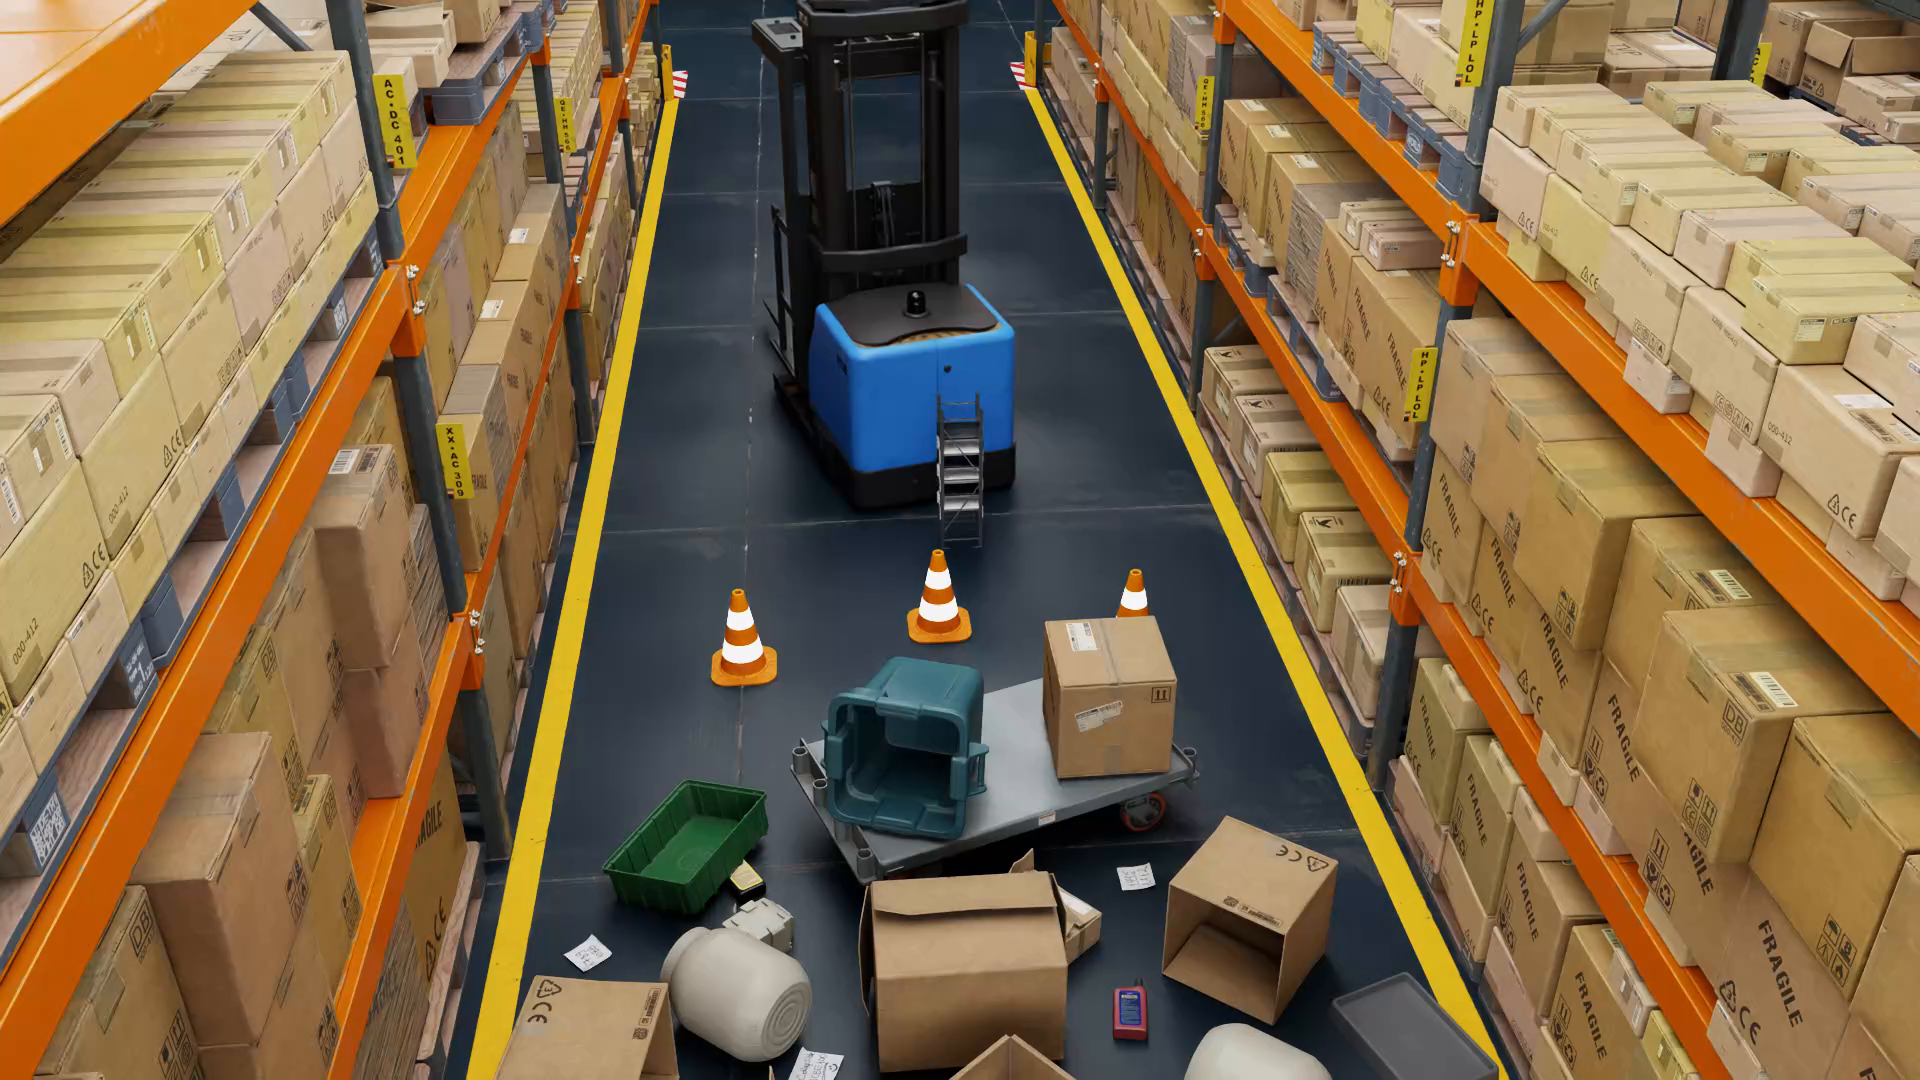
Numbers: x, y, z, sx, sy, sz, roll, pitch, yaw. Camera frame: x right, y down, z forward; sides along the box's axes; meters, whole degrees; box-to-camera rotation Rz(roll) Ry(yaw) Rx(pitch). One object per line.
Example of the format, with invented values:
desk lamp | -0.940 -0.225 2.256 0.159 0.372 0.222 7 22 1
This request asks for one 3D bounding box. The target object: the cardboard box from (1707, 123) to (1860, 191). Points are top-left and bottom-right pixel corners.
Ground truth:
cardboard box | 2.703 -1.263 5.482 0.380 0.149 0.250 -2 31 -3

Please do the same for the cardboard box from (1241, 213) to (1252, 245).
cardboard box | 1.864 -1.810 9.691 0.380 0.149 0.250 -5 31 -8

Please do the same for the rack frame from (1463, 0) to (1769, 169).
rack frame | 2.420 -2.734 5.552 1.000 3.000 0.127 -3 31 -5

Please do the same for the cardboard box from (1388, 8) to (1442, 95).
cardboard box | 2.179 -2.112 7.172 0.500 0.250 0.500 -2 31 -4

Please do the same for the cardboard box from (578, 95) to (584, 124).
cardboard box | -2.862 -3.032 11.737 0.380 0.149 0.250 -4 31 -6

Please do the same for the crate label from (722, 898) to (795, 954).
crate label | -0.841 1.624 6.898 0.250 0.136 0.298 27 40 37

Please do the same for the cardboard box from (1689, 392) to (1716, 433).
cardboard box | 2.348 -0.379 4.779 0.380 0.149 0.250 -3 31 -4

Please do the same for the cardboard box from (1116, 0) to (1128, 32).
cardboard box | 1.503 -4.218 12.814 0.500 0.500 0.500 -3 31 -5

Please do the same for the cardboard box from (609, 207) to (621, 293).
cardboard box | -2.835 -2.172 12.488 0.500 0.500 0.500 -3 31 -6

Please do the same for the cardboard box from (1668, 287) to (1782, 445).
cardboard box | 2.329 -0.495 4.585 0.500 0.250 0.500 -2 31 -4

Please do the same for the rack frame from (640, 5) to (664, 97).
rack frame | -3.620 -5.996 16.864 1.000 3.000 0.127 -3 31 -5

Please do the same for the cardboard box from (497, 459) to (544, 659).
cardboard box | -2.733 0.110 8.424 1.050 0.750 0.750 -3 31 -5

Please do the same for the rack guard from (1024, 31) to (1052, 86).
rack guard | 1.297 -5.224 18.009 1.175 0.500 0.348 -3 31 -5

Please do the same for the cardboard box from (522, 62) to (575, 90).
cardboard box | -2.847 -3.156 11.364 0.380 0.149 0.250 -2 31 -3

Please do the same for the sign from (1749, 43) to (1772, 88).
sign | 2.960 -1.698 6.239 0.100 0.325 0.005 -3 31 -5

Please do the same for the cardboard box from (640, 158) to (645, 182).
cardboard box | -2.985 -3.248 14.633 0.380 0.149 0.250 -2 31 -3

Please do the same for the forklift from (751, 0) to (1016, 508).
forklift | -0.632 -2.194 10.564 1.130 2.935 3.031 -10 32 -17

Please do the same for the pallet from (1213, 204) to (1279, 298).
pallet | 2.219 -1.760 9.958 1.213 0.211 1.003 -3 31 -5

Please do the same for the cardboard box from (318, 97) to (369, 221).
cardboard box | -2.197 -1.205 5.266 0.500 0.250 0.500 -3 31 -5

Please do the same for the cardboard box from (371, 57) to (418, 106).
cardboard box | -2.349 -1.814 6.675 0.250 0.149 0.380 -3 31 -5

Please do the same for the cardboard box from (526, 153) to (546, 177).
cardboard box | -2.718 -2.368 10.335 0.380 0.149 0.250 -1 31 -2

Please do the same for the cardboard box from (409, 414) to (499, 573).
cardboard box | -2.280 -0.194 7.052 0.500 0.500 0.500 -2 31 -4

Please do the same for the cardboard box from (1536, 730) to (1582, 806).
cardboard box | 2.240 0.779 5.766 0.380 0.149 0.250 -3 31 -4

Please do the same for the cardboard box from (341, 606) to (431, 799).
cardboard box | -2.379 0.533 5.786 0.875 0.550 0.550 -3 31 -5

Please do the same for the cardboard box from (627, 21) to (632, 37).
cardboard box | -3.100 -4.540 14.670 0.380 0.149 0.250 -2 31 -4

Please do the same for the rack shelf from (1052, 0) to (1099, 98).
rack shelf | 1.486 -4.955 15.822 1.077 0.370 4.000 -3 31 -5

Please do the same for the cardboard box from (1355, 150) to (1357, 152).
cardboard box | 2.425 -2.069 9.492 0.500 0.500 0.500 -3 31 -5

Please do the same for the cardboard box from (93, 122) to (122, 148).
cardboard box | -2.778 -1.283 5.008 0.380 0.149 0.250 -3 31 -5

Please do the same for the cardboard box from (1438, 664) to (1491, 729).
cardboard box | 2.158 0.622 6.691 0.380 0.149 0.250 -2 31 -4

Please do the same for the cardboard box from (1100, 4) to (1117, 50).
cardboard box | 1.433 -4.155 13.440 0.500 0.250 0.500 -4 31 -6

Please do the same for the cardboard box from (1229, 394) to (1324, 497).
cardboard box | 2.166 -0.588 9.962 0.950 0.372 0.625 -3 31 -6

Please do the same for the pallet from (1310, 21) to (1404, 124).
pallet | 2.368 -2.215 7.792 1.213 0.211 1.003 -3 31 -5

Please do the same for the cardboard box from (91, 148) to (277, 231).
cardboard box | -2.052 -0.927 4.411 0.380 0.149 0.250 -3 31 -4

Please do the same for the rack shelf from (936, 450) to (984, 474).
rack shelf | -0.001 -0.439 9.497 0.258 0.077 0.200 -3 31 -5

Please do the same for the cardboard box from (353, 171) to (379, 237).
cardboard box | -2.146 -1.102 5.483 0.380 0.149 0.250 -3 31 -5

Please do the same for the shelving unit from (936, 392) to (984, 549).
shelving unit | -0.001 -0.390 9.526 0.258 0.900 0.210 -3 31 -5

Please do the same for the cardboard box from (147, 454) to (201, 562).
cardboard box | -1.956 -0.065 3.747 0.380 0.149 0.250 -3 31 -5

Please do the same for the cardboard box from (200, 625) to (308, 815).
cardboard box | -2.361 0.620 4.588 0.875 0.550 0.500 -3 31 -5

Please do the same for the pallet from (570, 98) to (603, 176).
pallet | -3.098 -2.838 11.764 1.003 0.211 1.213 -3 31 -5

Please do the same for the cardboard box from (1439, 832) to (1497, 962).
cardboard box | 2.267 1.428 6.706 0.500 0.250 0.500 -1 31 -2

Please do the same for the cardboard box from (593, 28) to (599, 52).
cardboard box | -2.987 -3.826 12.776 0.380 0.149 0.250 -3 31 -4

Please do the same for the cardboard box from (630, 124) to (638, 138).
cardboard box | -3.158 -3.766 15.210 0.380 0.149 0.250 -1 31 -2

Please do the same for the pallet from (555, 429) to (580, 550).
pallet | -2.874 -0.309 10.061 1.003 0.211 1.213 -3 31 -5

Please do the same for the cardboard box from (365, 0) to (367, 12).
cardboard box | -2.929 -2.487 7.643 0.500 0.311 0.500 -3 31 -5

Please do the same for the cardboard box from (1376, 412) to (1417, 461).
cardboard box | 2.097 -0.480 7.465 0.380 0.149 0.250 -2 31 -4

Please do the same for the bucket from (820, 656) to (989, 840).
bucket | -0.191 0.842 7.125 0.726 0.611 0.620 8 22 13

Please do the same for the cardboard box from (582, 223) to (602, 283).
cardboard box | -2.743 -1.964 11.409 0.500 0.250 0.500 -3 31 -5

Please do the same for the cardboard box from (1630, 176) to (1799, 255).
cardboard box | 2.265 -0.978 5.005 0.380 0.149 0.250 -4 31 -6

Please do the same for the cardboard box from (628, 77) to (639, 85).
cardboard box | -3.245 -4.283 15.786 0.380 0.149 0.250 -4 31 -6

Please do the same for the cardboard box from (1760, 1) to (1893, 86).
cardboard box | 6.558 -3.783 12.651 0.700 0.500 0.500 -3 31 -5

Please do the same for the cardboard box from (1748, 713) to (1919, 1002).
cardboard box | 2.489 0.775 4.165 0.700 0.500 0.500 -2 31 -4

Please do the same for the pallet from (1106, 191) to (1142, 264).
pallet | 1.820 -2.655 13.990 1.003 0.211 1.213 -3 31 -5

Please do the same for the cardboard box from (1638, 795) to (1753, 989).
cardboard box | 2.383 0.938 4.867 0.500 0.500 0.500 -3 31 -5

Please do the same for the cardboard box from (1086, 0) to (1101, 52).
cardboard box | 1.375 -4.510 14.279 0.500 0.500 0.500 -2 31 -4

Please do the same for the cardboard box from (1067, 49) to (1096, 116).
cardboard box | 1.554 -4.566 16.559 0.875 0.438 0.875 -2 31 -3
